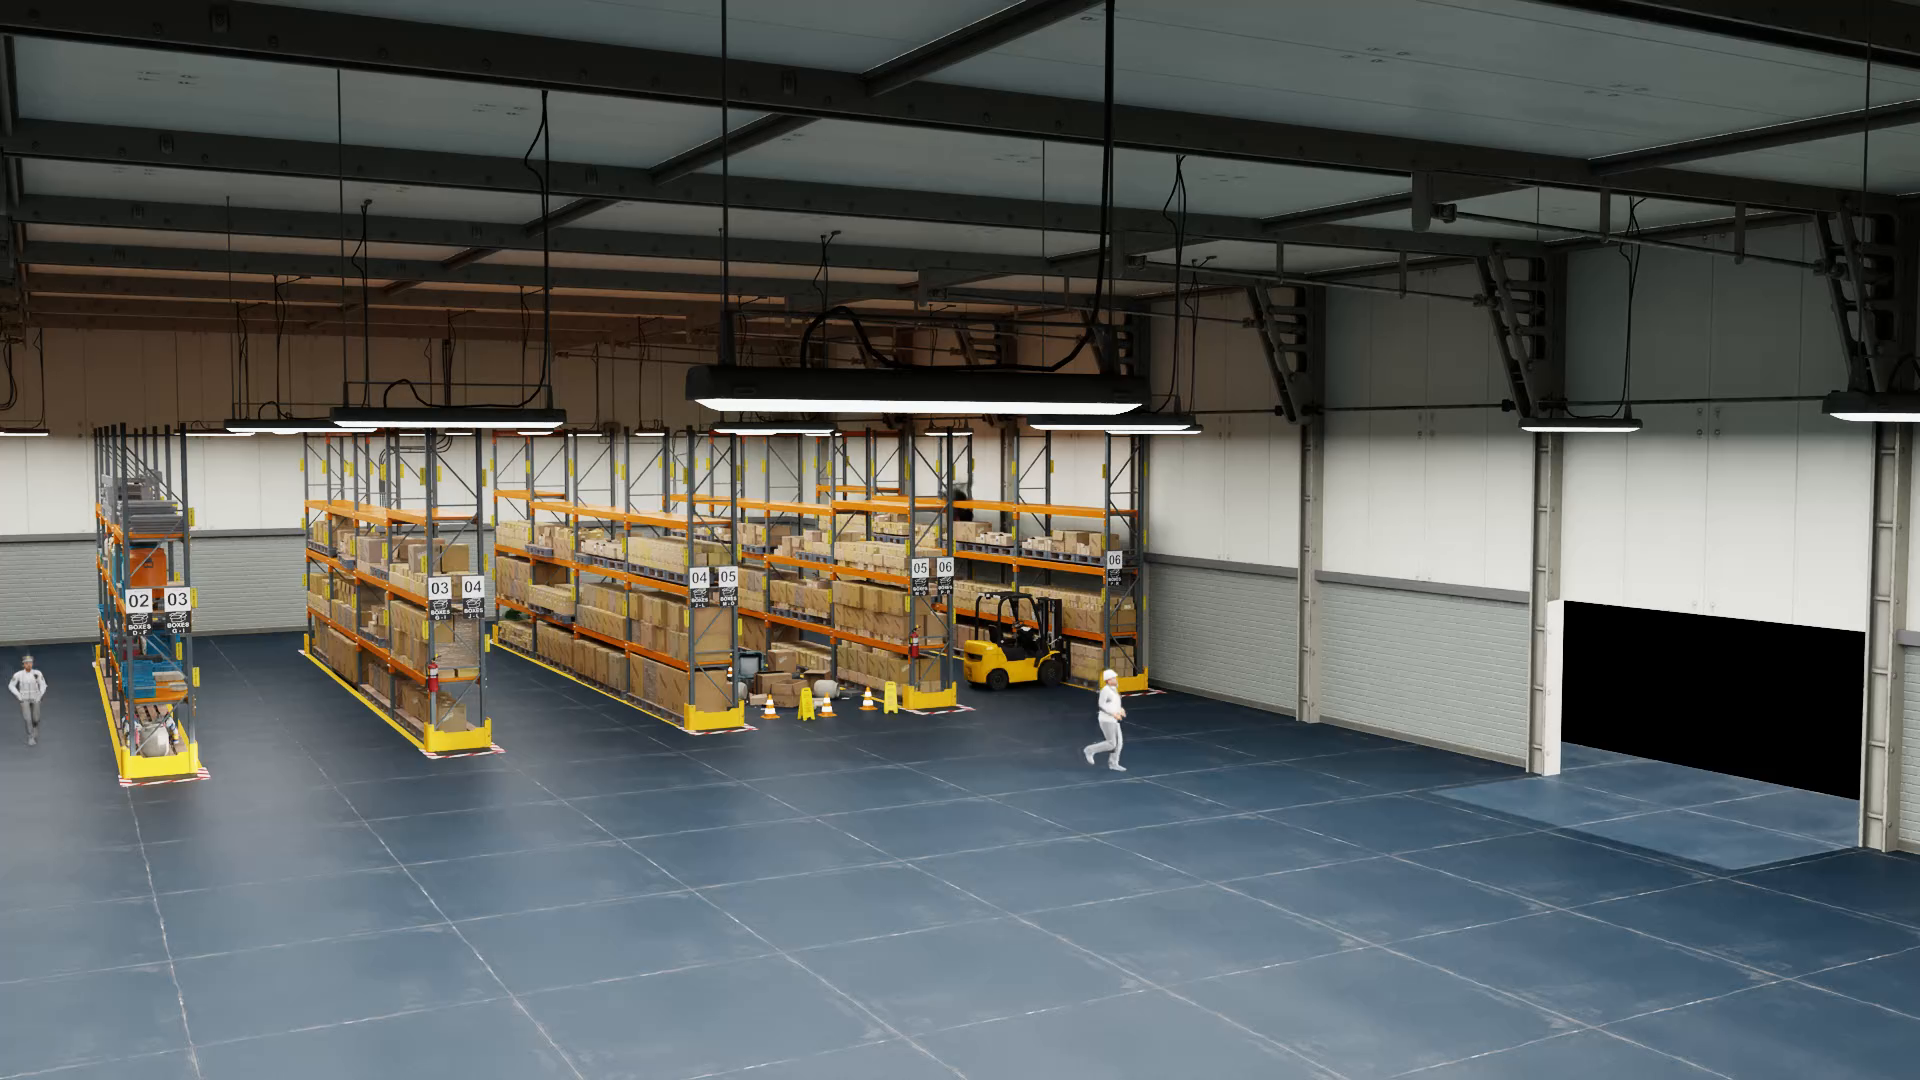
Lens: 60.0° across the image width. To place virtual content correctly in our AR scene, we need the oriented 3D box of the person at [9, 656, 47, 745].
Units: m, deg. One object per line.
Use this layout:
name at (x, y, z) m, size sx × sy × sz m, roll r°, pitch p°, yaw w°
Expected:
person at (-17.550, 3.000, 31.317) m, size 0.628 × 1.668 × 0.586 m, roll -2°, pitch 4°, yaw -36°

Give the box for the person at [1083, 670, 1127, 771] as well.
person at (2.540, 3.117, 28.813) m, size 0.723 × 1.760 × 0.667 m, roll 1°, pitch 4°, yaw 20°

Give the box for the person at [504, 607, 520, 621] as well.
person at (-12.983, 1.924, 48.299) m, size 0.553 × 1.737 × 0.737 m, roll 0°, pitch 3°, yaw 4°
